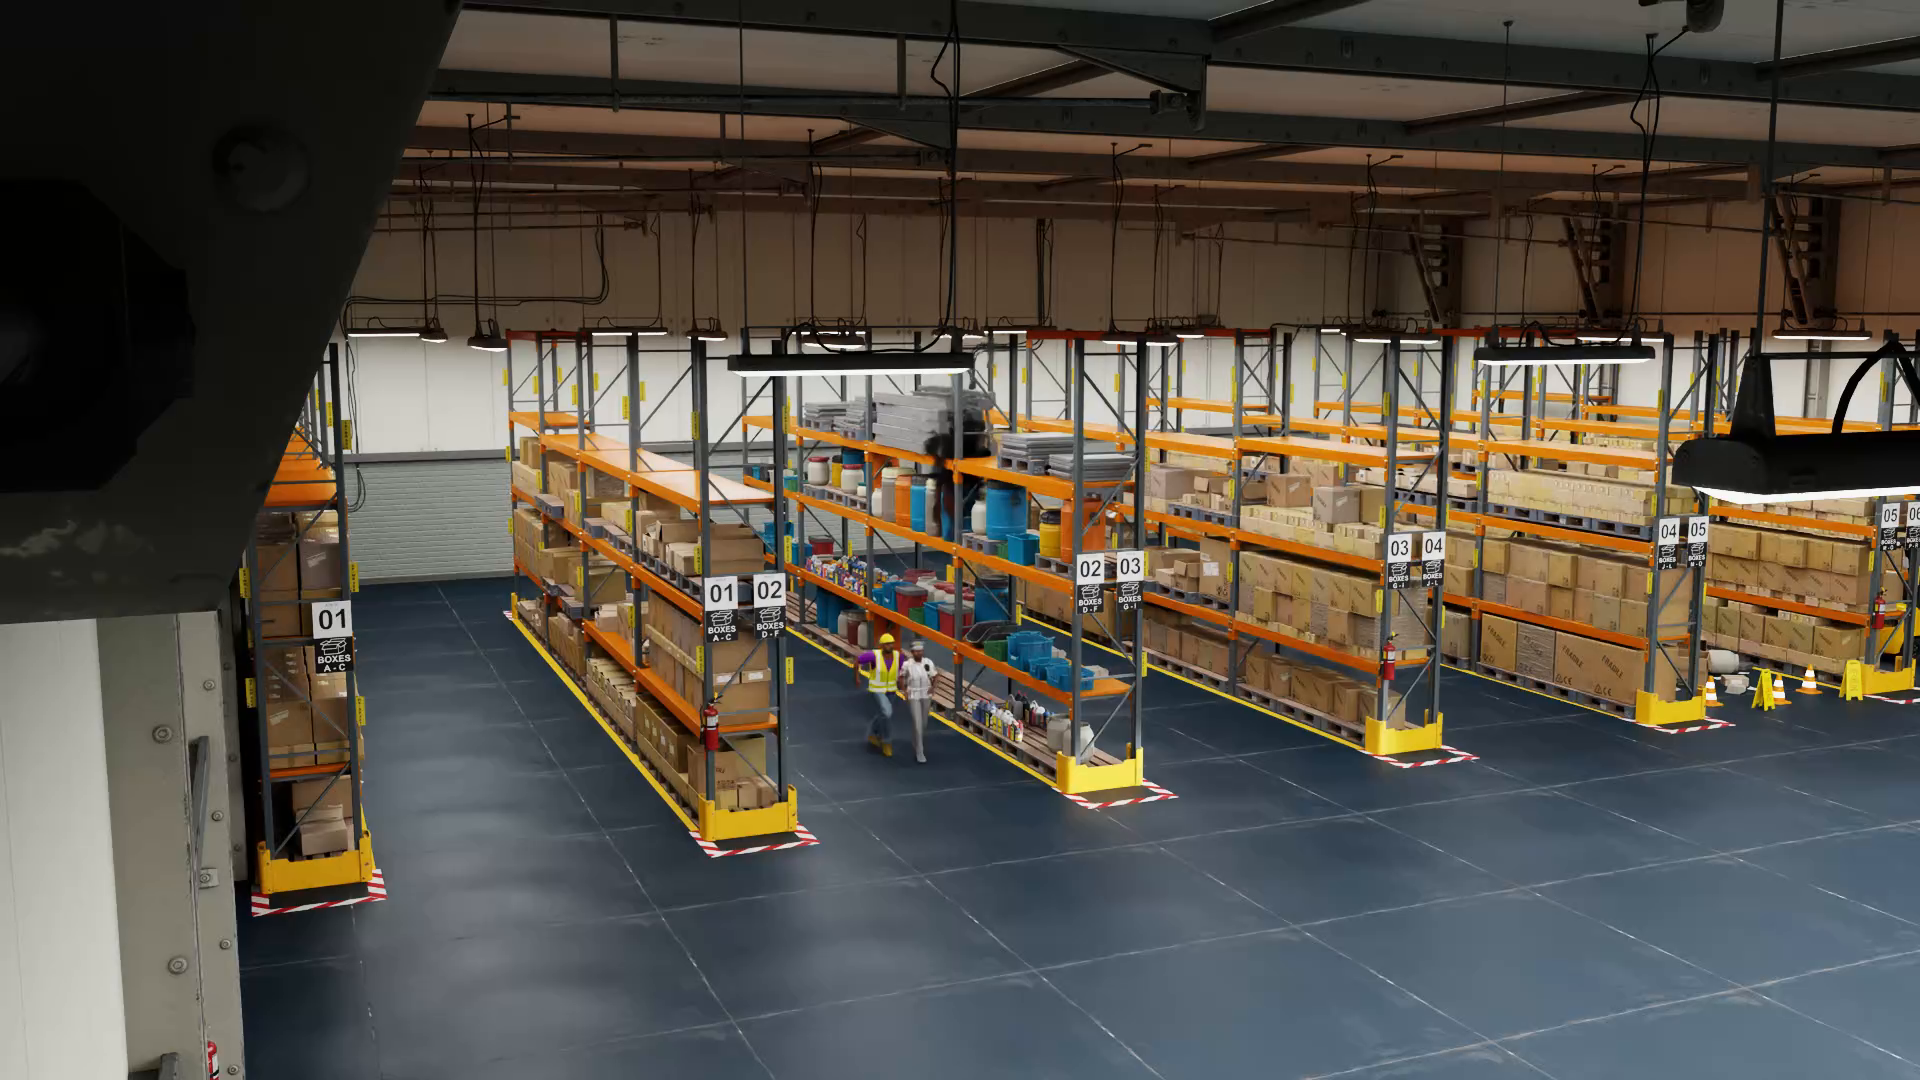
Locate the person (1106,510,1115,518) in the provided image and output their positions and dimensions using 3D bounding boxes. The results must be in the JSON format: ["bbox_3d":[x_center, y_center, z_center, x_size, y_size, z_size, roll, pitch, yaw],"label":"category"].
[{"bbox_3d":[3.624,-0.150,41.392,0.766,1.754,0.802,-3,8,-20],"label":"person"}]

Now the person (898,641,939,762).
[{"bbox_3d":[-0.583,2.252,23.748,0.573,1.691,0.838,-2,8,-15],"label":"person"}]

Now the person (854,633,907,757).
[{"bbox_3d":[-1.116,2.213,24.006,0.729,1.790,0.833,-4,9,-29],"label":"person"}]
